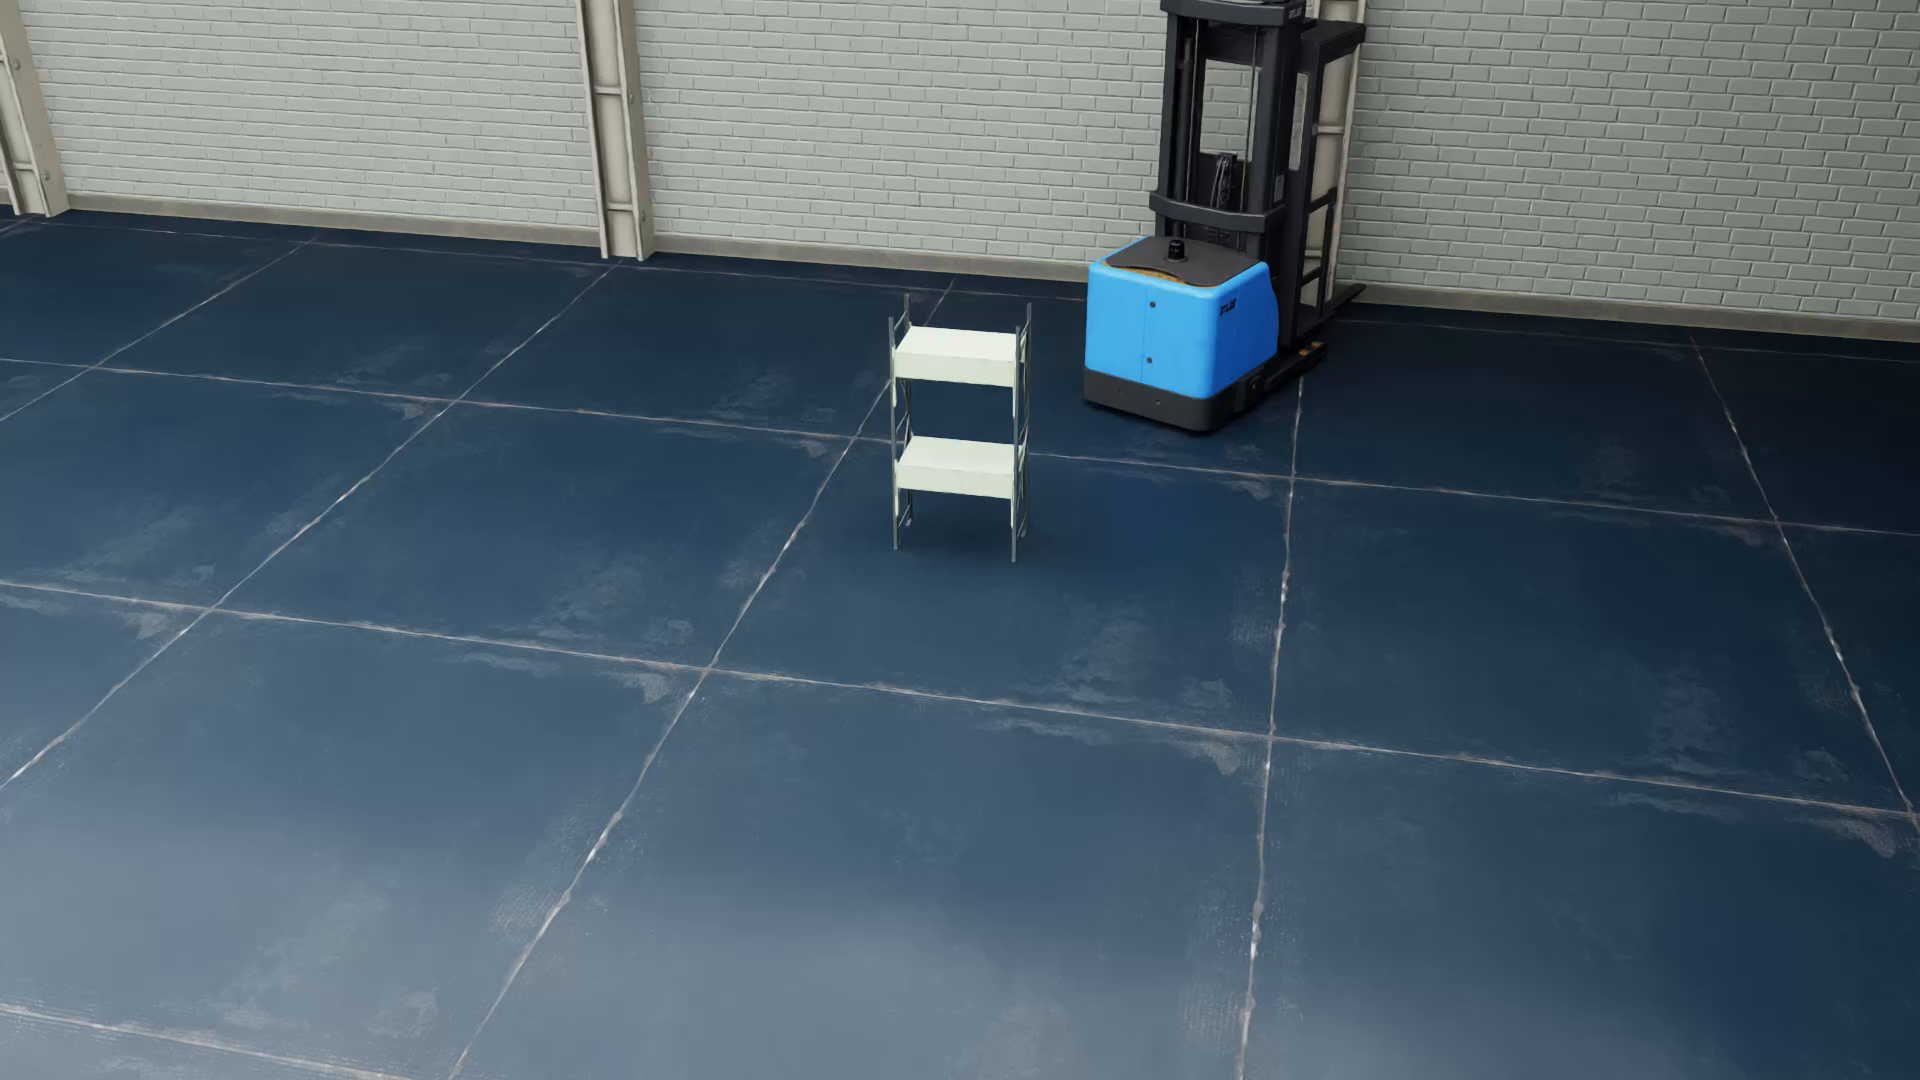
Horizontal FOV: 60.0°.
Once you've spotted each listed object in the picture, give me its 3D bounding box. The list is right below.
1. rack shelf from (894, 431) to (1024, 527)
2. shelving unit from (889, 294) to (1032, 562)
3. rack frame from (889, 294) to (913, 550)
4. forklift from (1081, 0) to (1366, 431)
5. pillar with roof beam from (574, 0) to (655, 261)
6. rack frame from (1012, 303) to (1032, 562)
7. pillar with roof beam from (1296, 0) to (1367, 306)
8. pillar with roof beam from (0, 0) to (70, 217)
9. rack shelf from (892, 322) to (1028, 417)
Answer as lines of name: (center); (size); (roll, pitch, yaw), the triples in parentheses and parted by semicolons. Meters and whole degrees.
rack shelf: (0.007, -0.371, 10.045); (0.720, 0.370, 0.431); (6, 29, 11)
shelving unit: (0.007, -0.657, 9.889); (0.755, 1.500, 0.431); (6, 29, 11)
rack frame: (-0.351, -0.694, 9.956); (0.023, 1.500, 0.400); (6, 29, 11)
forklift: (2.156, -2.688, 12.108); (1.130, 2.935, 3.031); (20, 34, 31)
pillar with roof beam: (-3.873, -4.496, 9.092); (0.400, 9.000, 9.100); (6, 29, 11)
rack frame: (0.364, -0.620, 9.822); (0.023, 1.500, 0.400); (6, 29, 11)
pillar with roof beam: (1.994, -3.895, 7.993); (0.400, 9.000, 9.100); (6, 29, 11)
pillar with roof beam: (-9.741, -5.098, 10.191); (0.400, 9.000, 9.100); (6, 29, 11)
rack shelf: (0.007, -1.000, 9.701); (0.720, 0.370, 0.431); (6, 29, 11)
